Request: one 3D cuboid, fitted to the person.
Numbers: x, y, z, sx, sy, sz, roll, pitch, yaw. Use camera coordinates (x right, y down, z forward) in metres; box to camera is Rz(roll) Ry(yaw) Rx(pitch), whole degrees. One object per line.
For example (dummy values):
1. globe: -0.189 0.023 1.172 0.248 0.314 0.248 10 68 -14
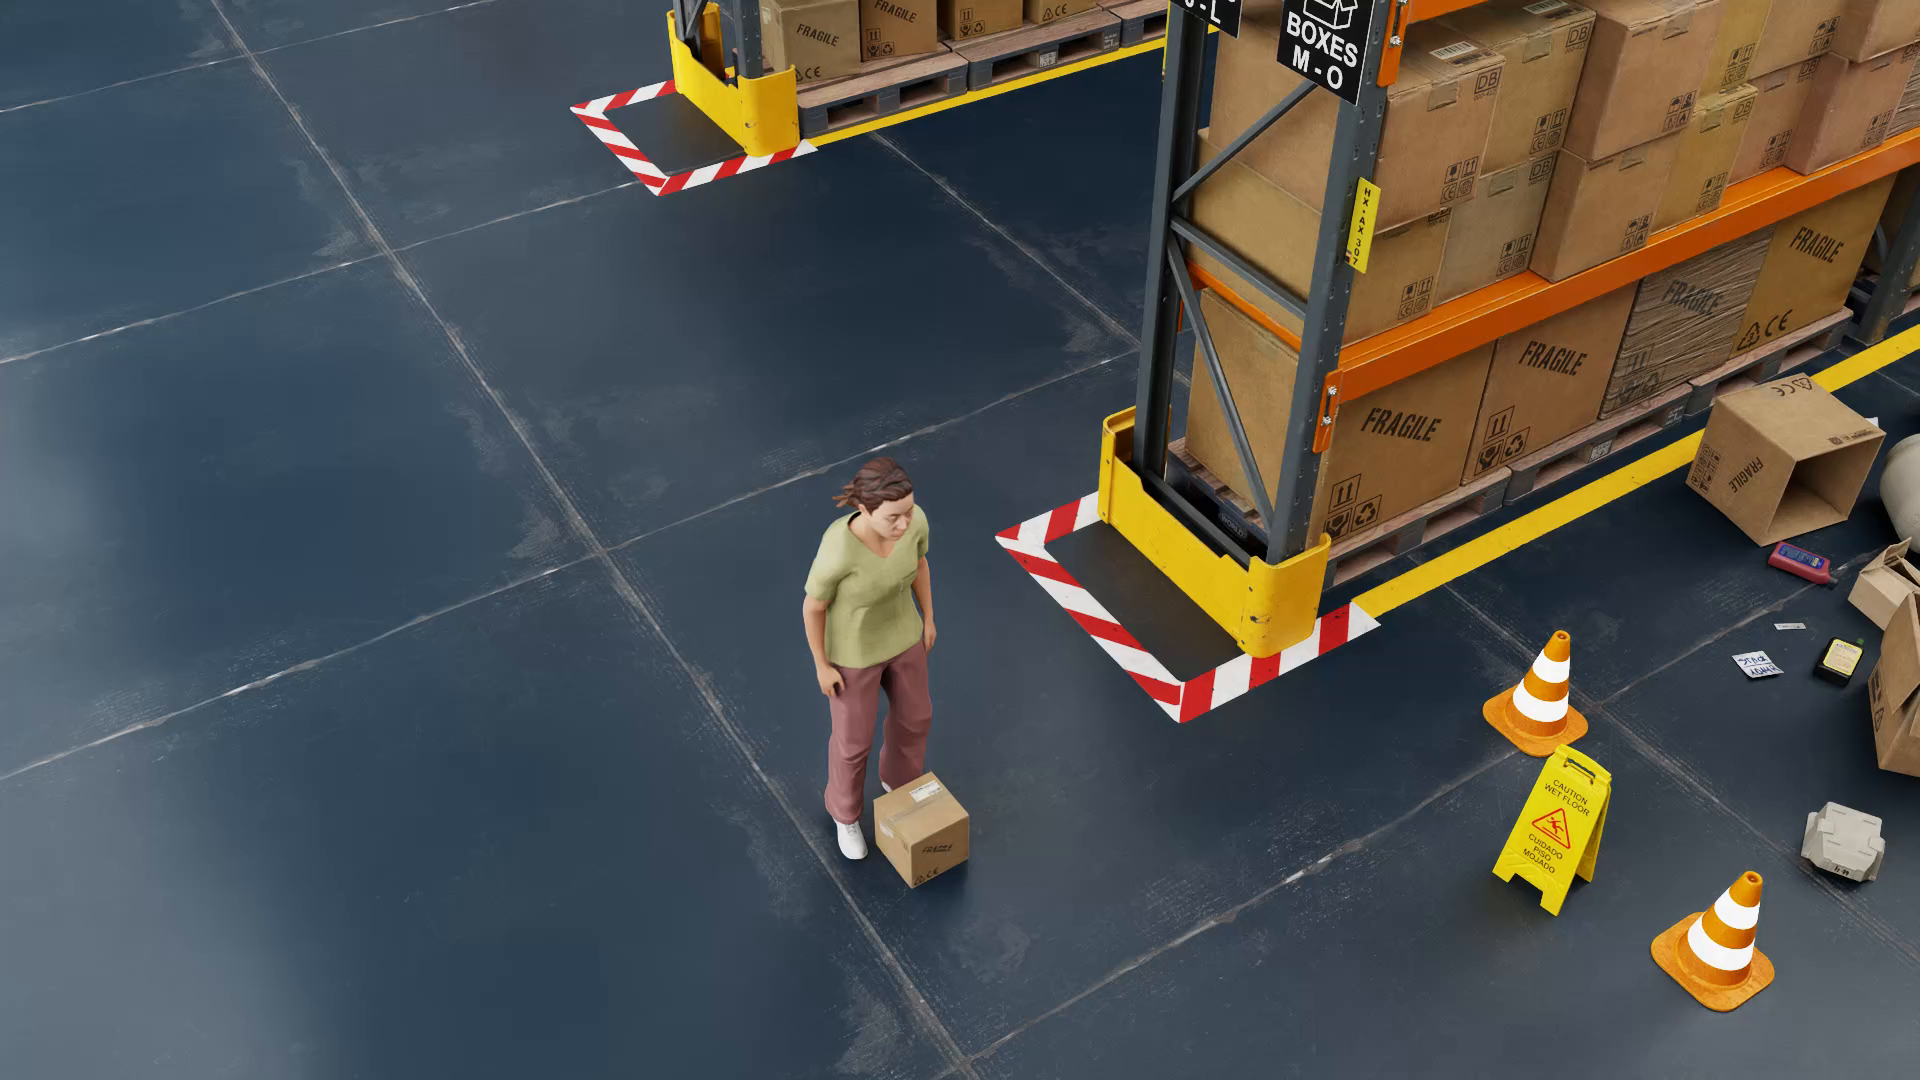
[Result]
1. person: -0.280 0.379 5.723 0.499 1.672 0.364 -24 47 -25
